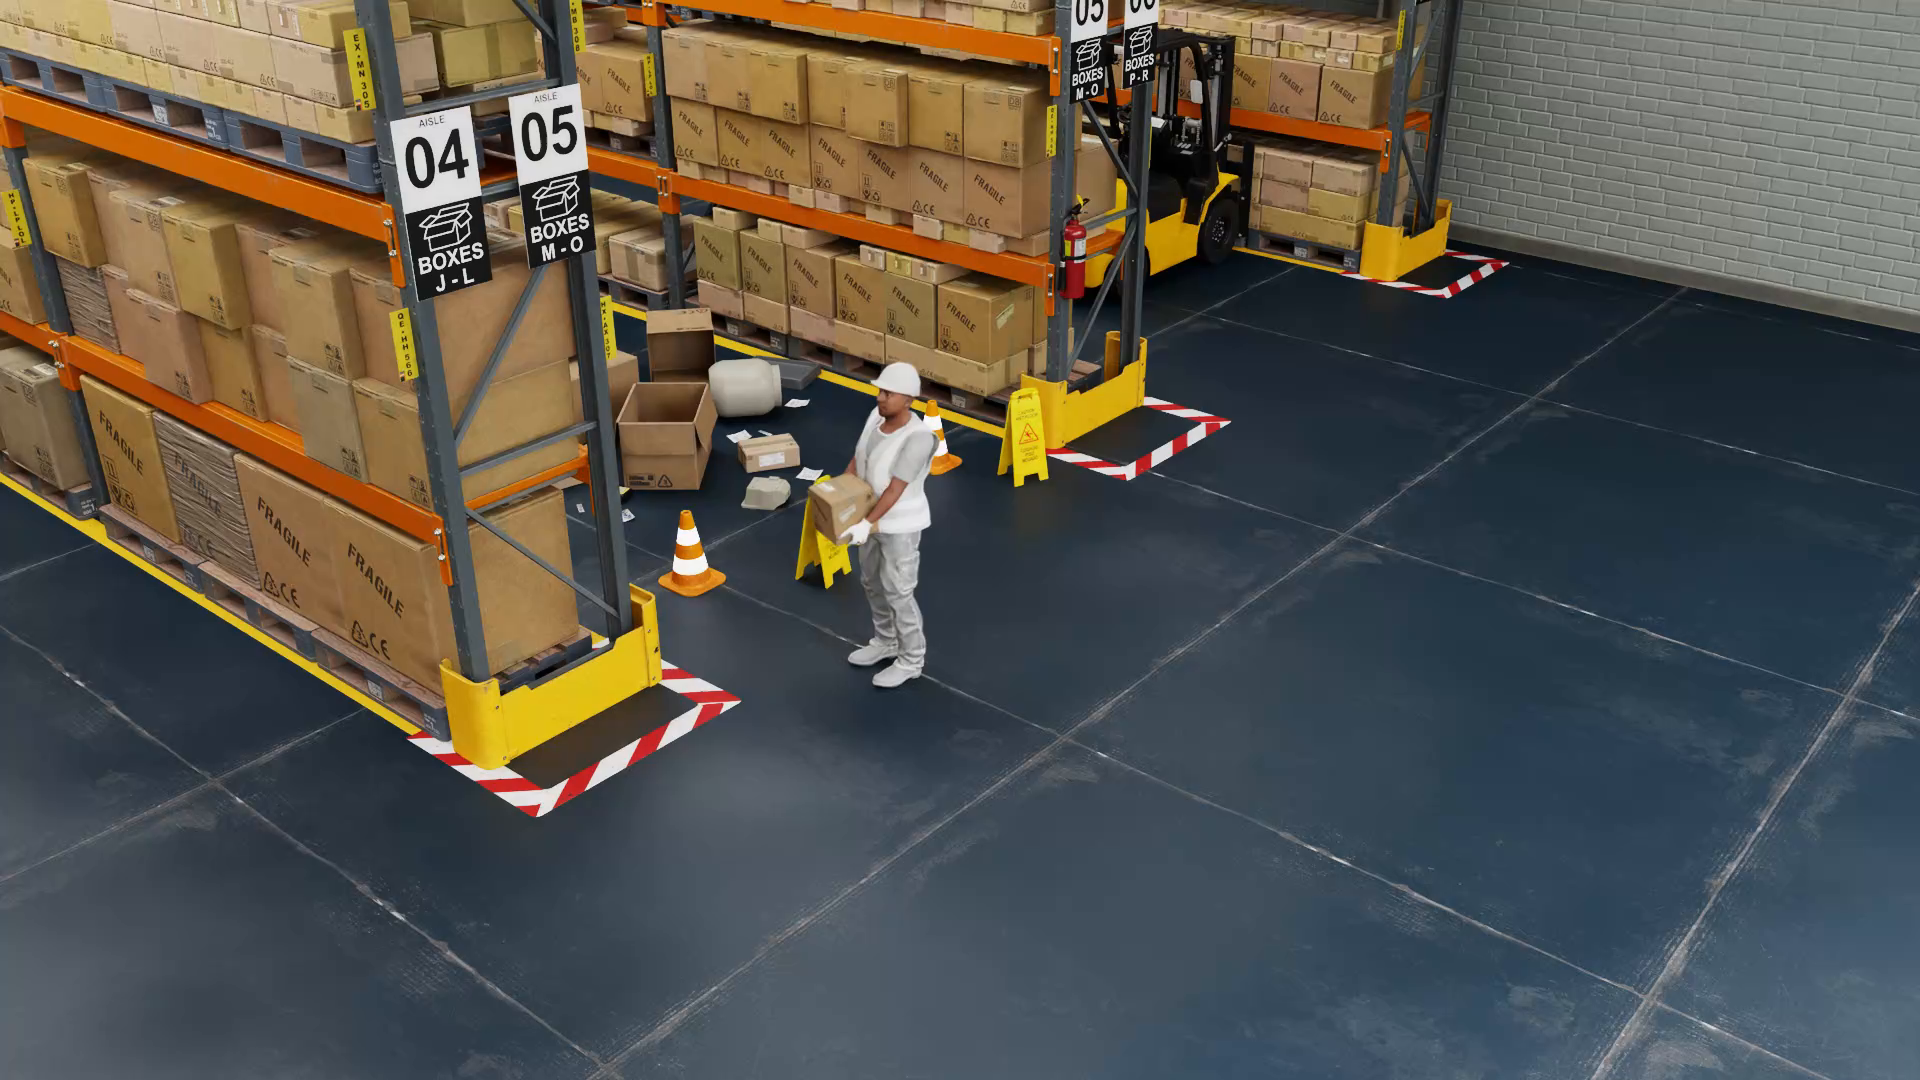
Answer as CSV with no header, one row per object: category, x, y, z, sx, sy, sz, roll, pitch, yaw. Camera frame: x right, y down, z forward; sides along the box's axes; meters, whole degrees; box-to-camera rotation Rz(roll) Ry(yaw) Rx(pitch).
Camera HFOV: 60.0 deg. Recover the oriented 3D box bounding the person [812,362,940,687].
person,-0.443,-0.063,8.723,0.579,1.781,0.494,-16,31,-28
